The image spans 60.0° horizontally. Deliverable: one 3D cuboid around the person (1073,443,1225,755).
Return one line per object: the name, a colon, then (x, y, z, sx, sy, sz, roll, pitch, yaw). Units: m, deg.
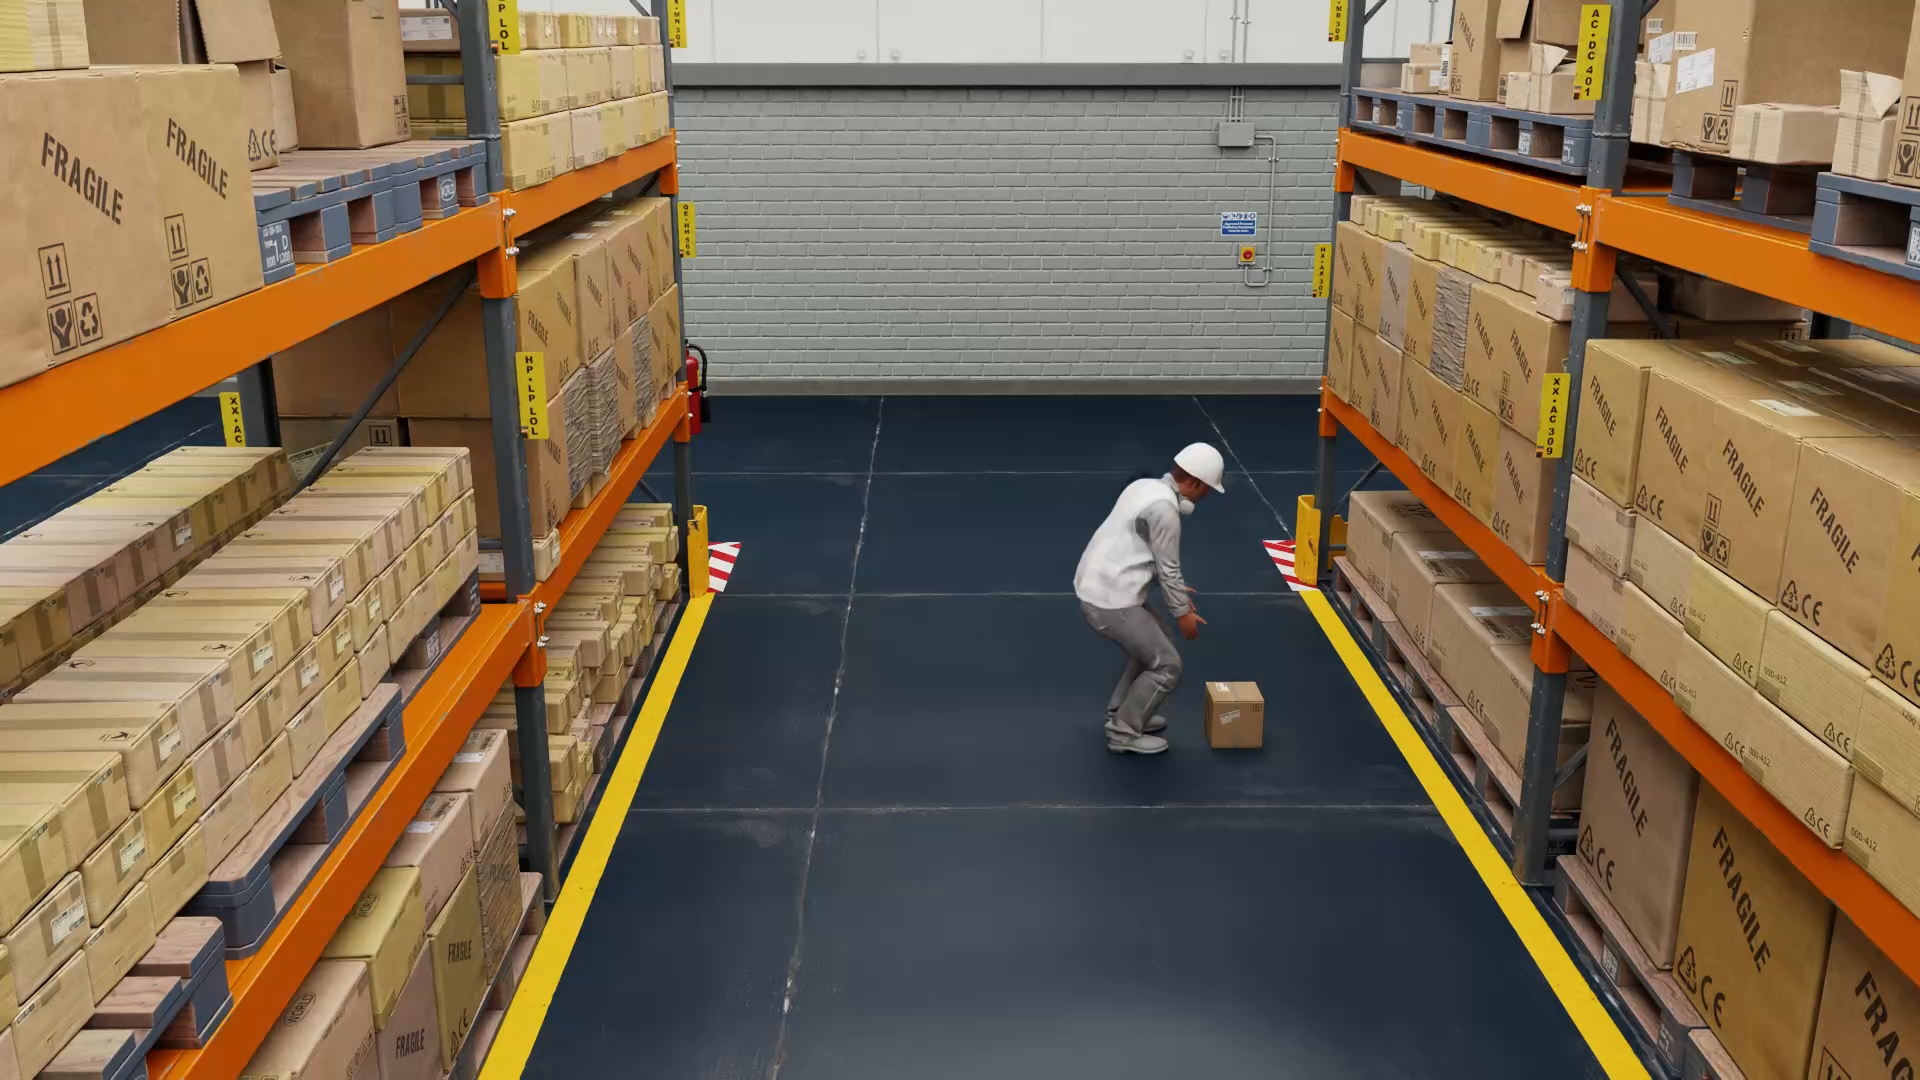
person: (0.911, 0.263, 8.108, 0.714, 1.506, 0.590, 0, 17, 0)
